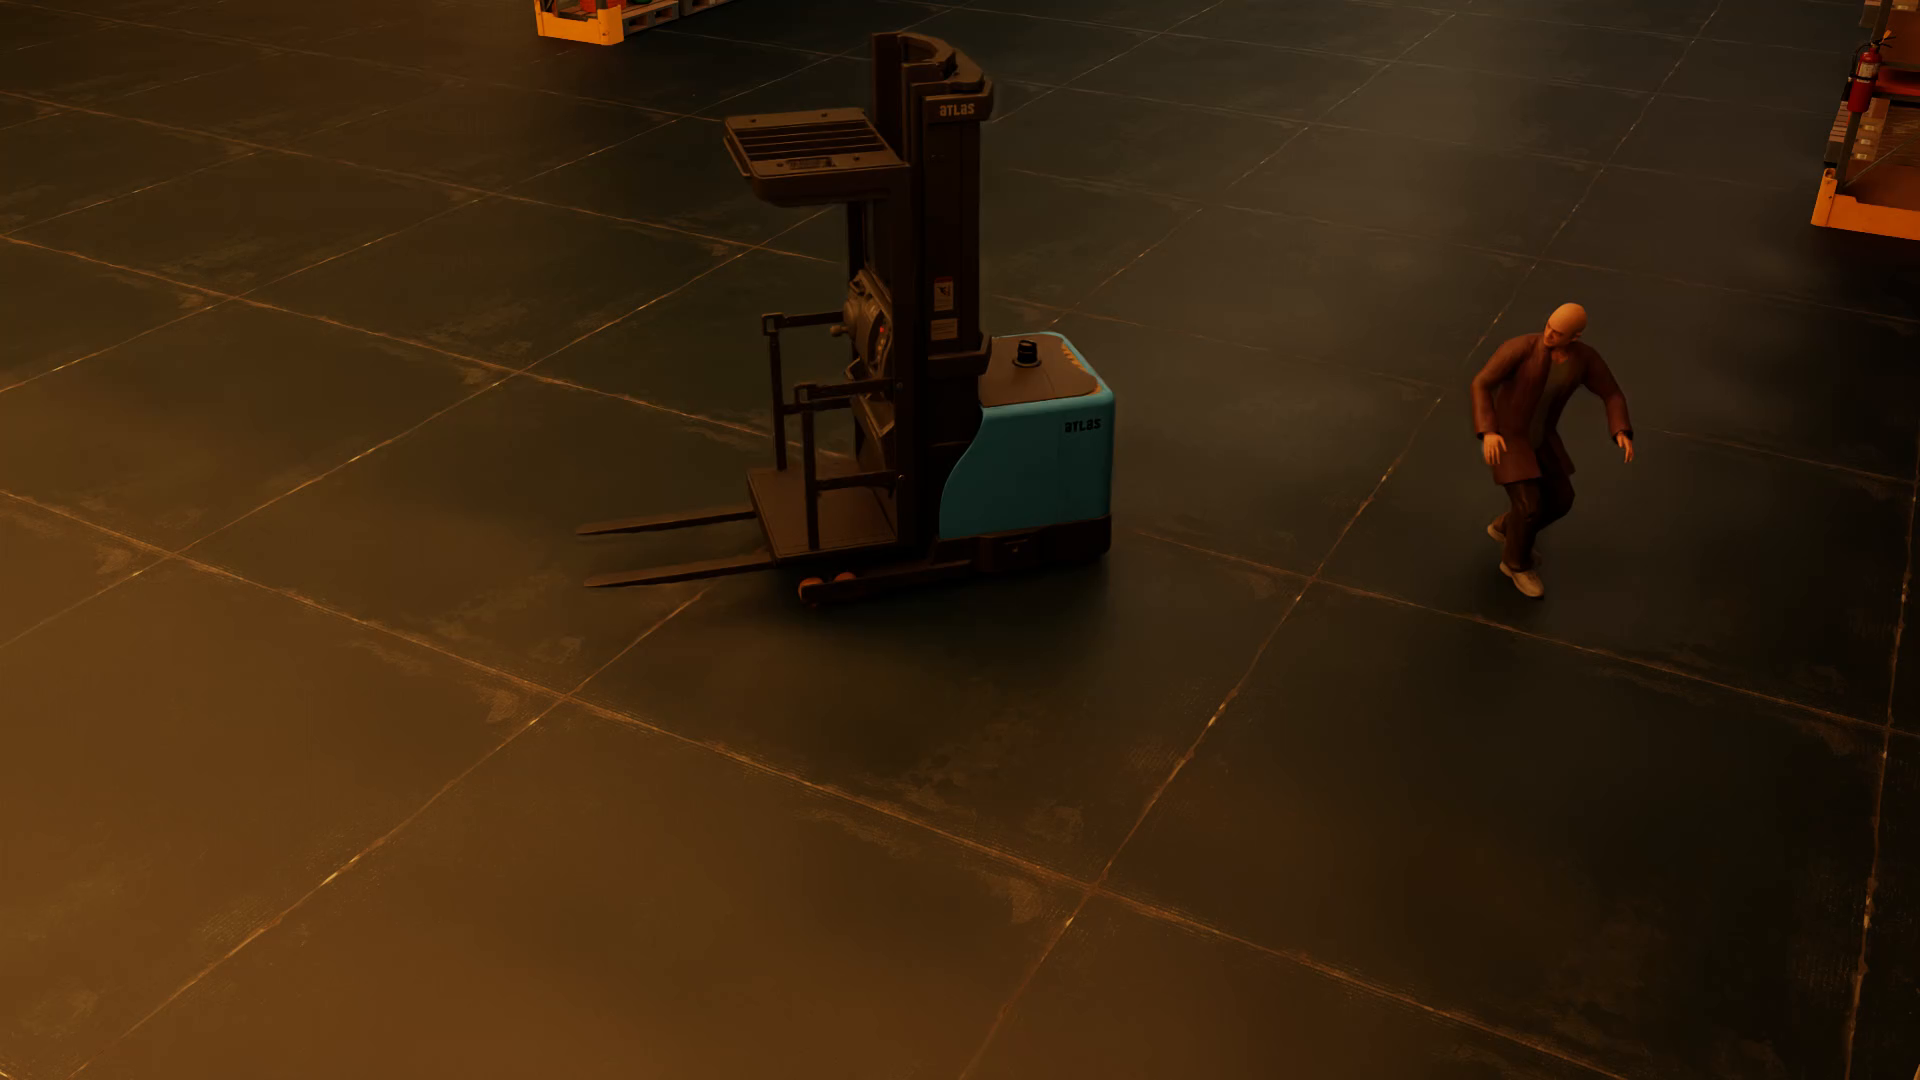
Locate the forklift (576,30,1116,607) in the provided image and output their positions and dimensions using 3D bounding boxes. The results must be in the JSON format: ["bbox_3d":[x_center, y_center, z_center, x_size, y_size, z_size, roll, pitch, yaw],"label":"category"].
[{"bbox_3d":[-0.687,-1.186,9.125,3.031,2.935,1.130,-8,31,-13],"label":"forklift"}]

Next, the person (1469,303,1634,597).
[{"bbox_3d":[3.231,-0.495,9.191,0.876,1.671,0.797,-10,32,-17],"label":"person"}]
